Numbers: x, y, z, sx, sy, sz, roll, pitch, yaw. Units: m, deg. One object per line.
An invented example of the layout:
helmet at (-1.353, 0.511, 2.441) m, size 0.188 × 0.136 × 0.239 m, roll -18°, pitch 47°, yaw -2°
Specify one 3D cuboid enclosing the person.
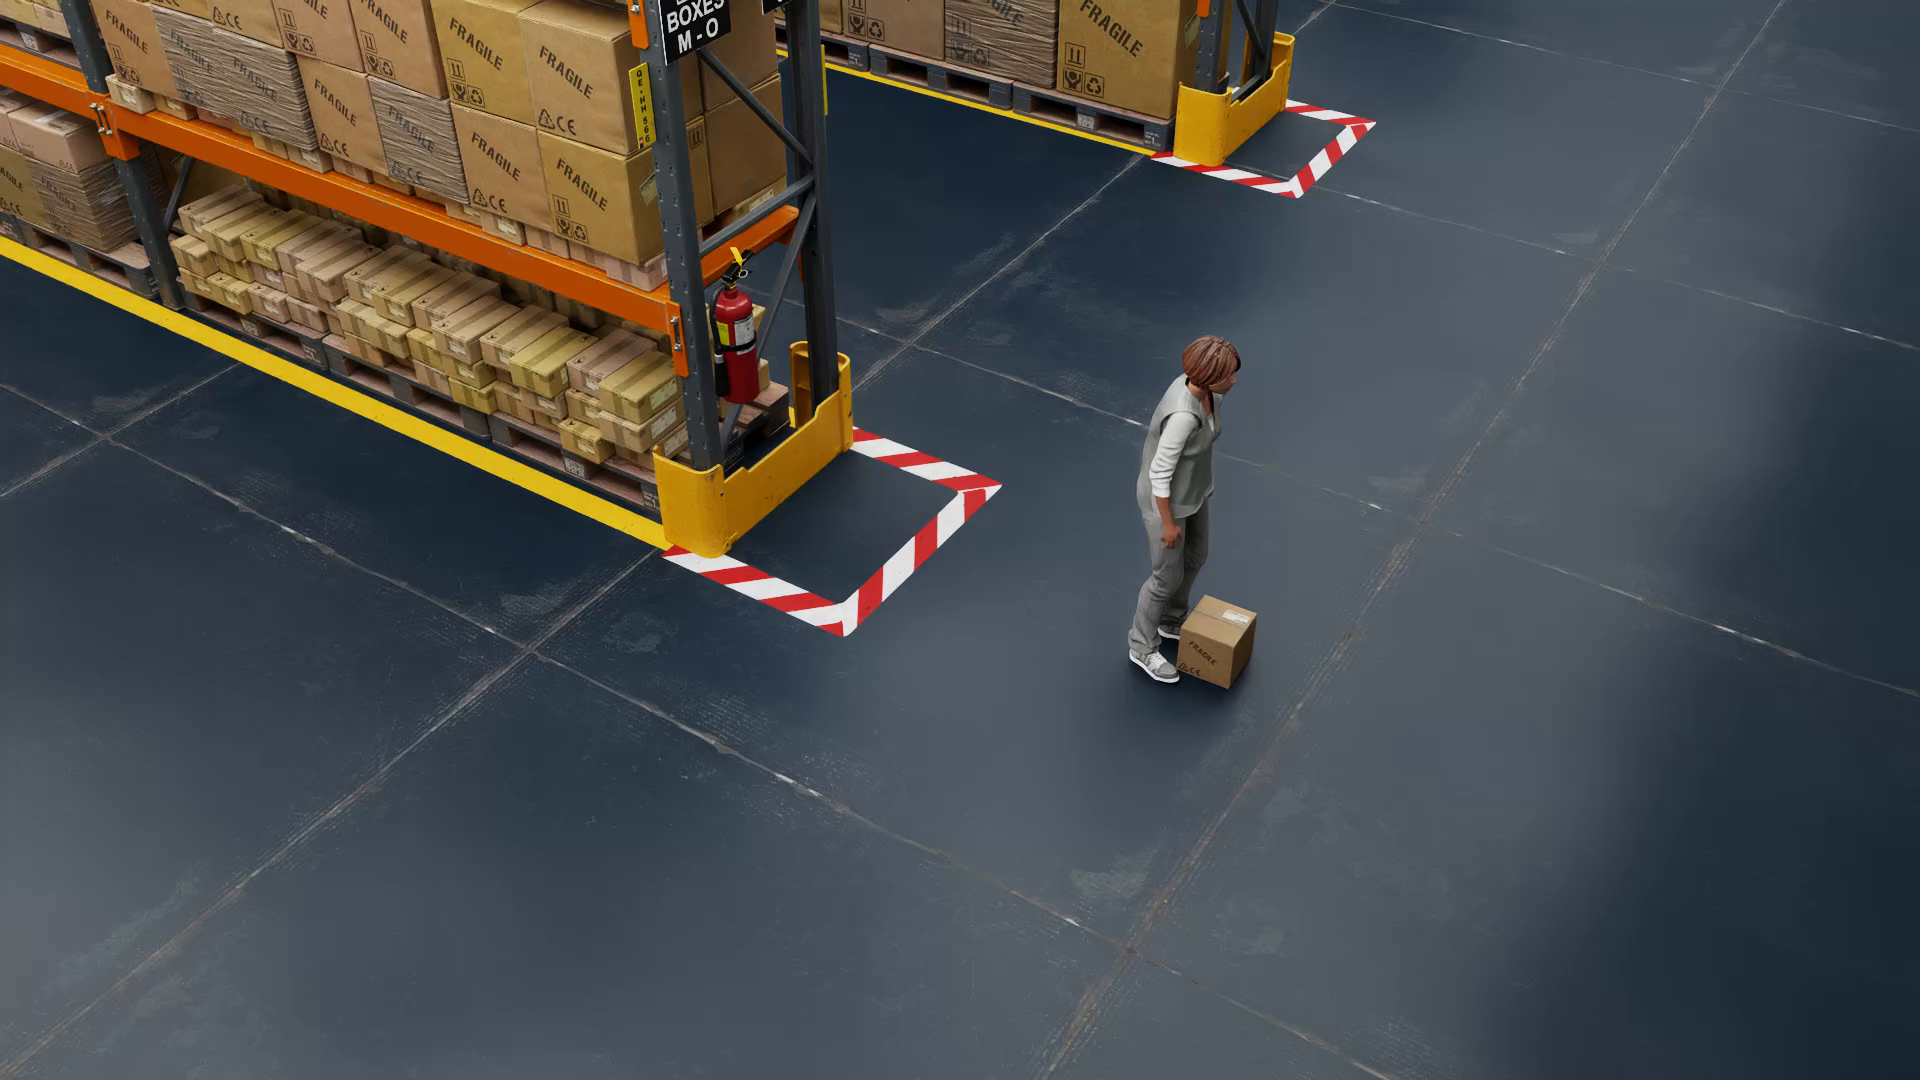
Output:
person at (0.924, -0.155, 6.878) m, size 0.371 × 1.594 × 0.485 m, roll 19°, pitch 43°, yaw 22°
